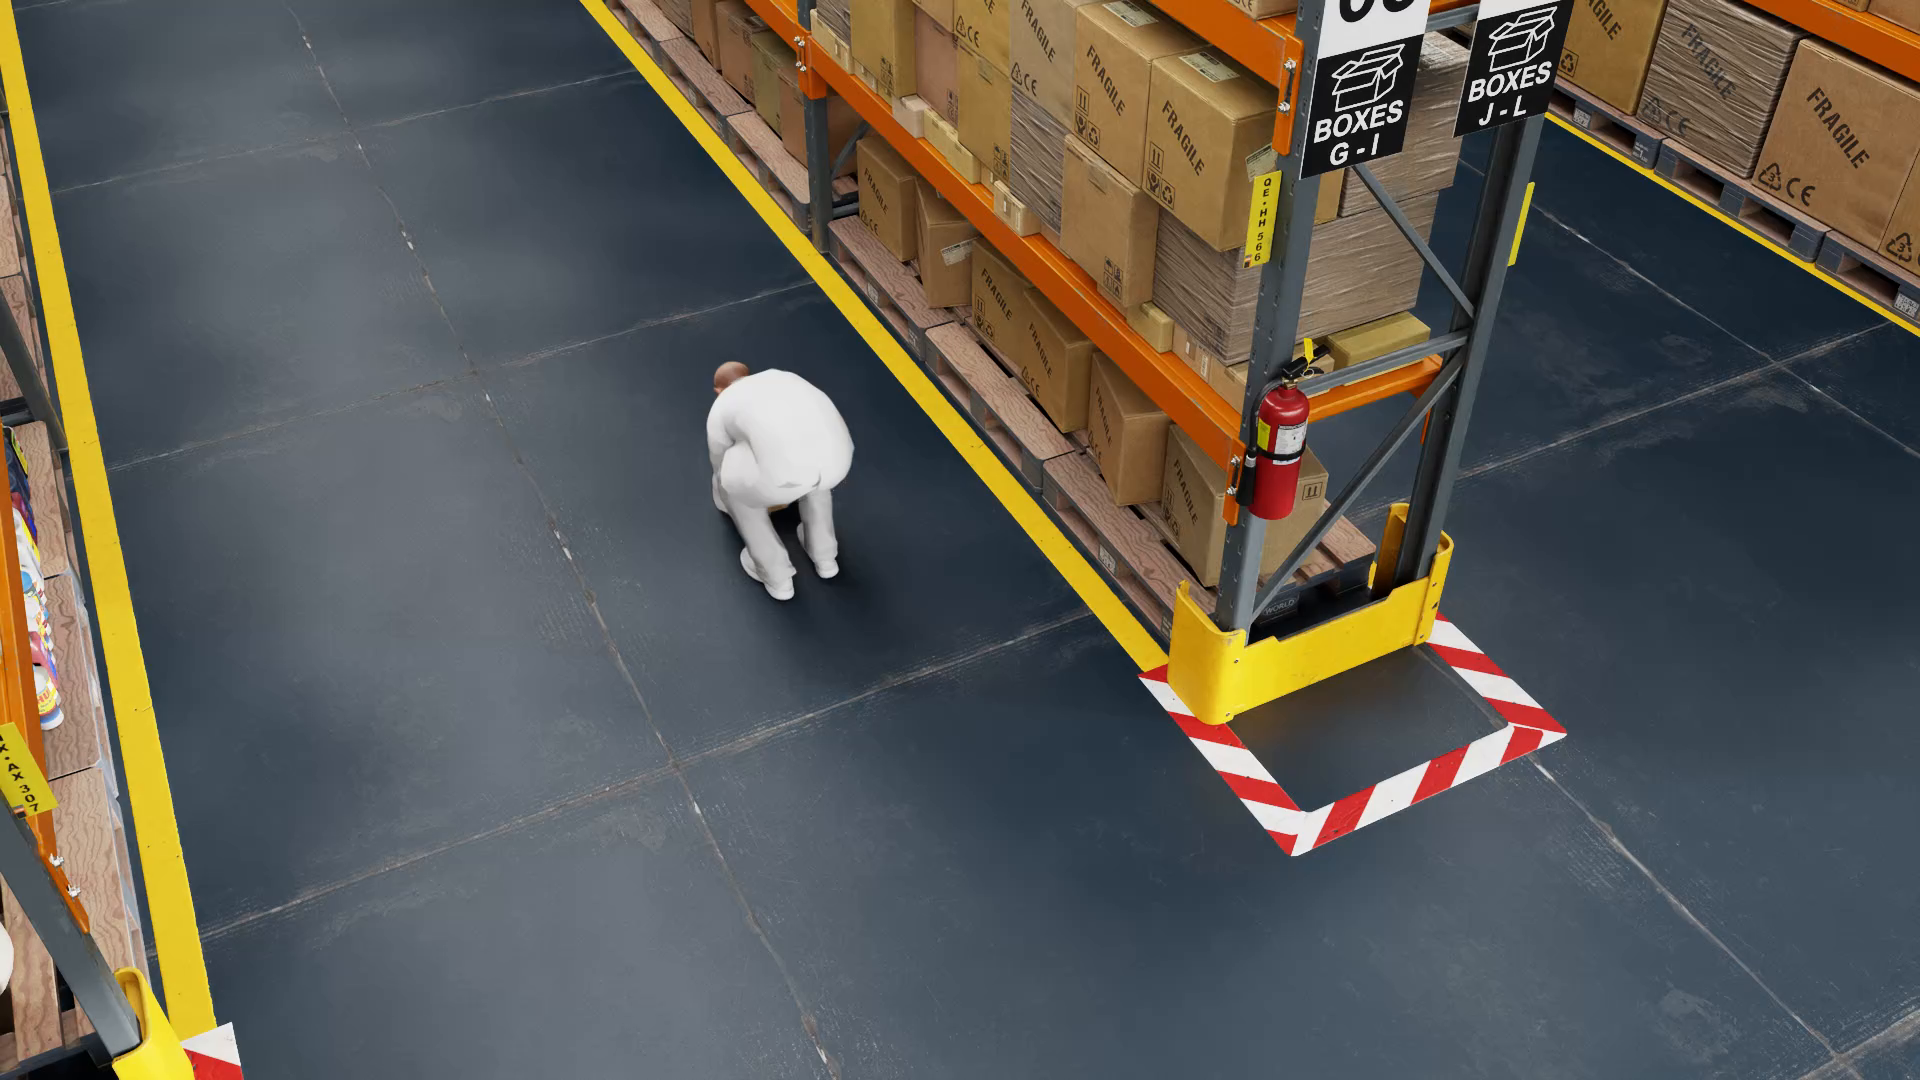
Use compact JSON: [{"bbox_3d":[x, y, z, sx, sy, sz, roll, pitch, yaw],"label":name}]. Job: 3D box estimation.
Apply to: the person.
[{"bbox_3d":[-0.804,-0.324,7.176,0.590,0.952,0.946,-21,45,-22],"label":"person"}]
